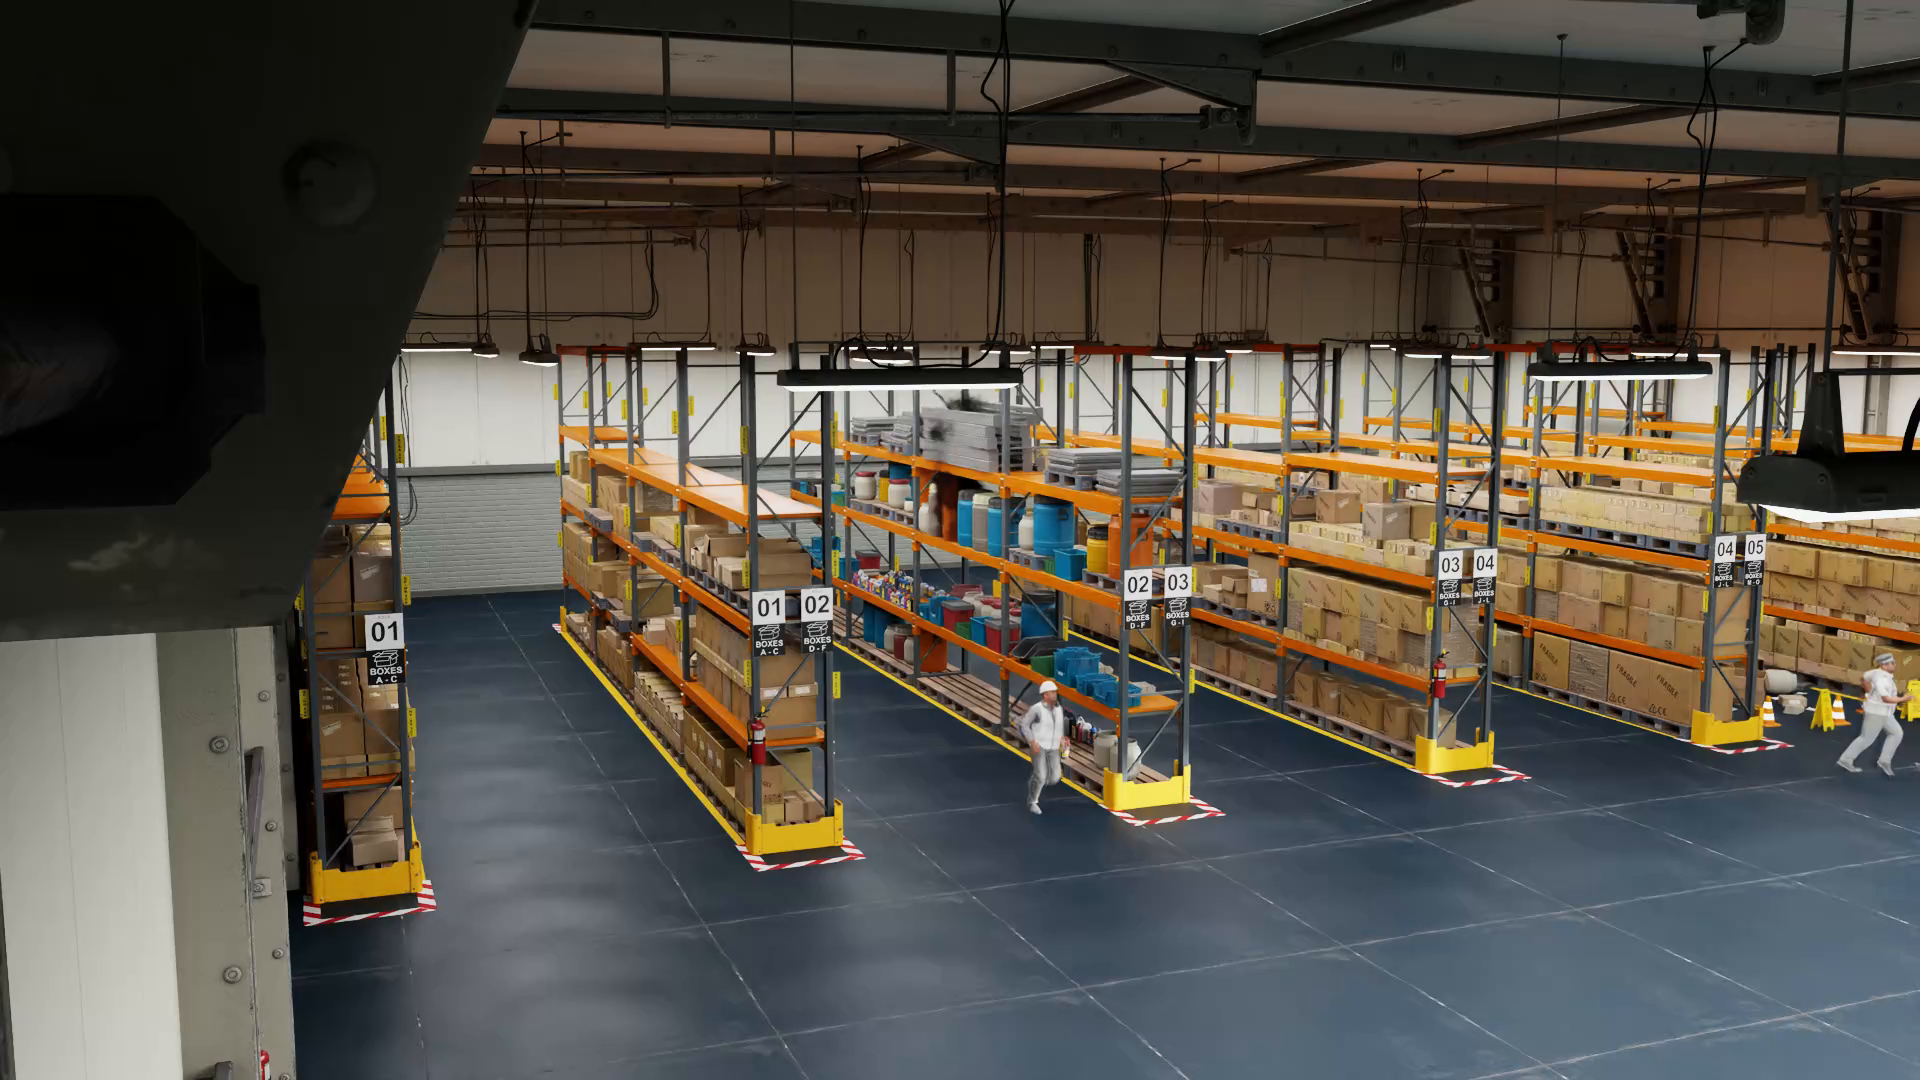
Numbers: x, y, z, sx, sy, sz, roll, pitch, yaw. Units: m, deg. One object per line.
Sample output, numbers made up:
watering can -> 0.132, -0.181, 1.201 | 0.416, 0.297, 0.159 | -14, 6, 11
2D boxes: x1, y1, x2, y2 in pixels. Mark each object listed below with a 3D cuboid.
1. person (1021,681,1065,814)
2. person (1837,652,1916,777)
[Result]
person -> 1.120, 2.715, 21.963 | 0.704, 1.726, 0.545 | -5, 9, -33
person -> 13.003, 2.475, 23.578 | 0.913, 1.832, 0.673 | 4, 8, 29
